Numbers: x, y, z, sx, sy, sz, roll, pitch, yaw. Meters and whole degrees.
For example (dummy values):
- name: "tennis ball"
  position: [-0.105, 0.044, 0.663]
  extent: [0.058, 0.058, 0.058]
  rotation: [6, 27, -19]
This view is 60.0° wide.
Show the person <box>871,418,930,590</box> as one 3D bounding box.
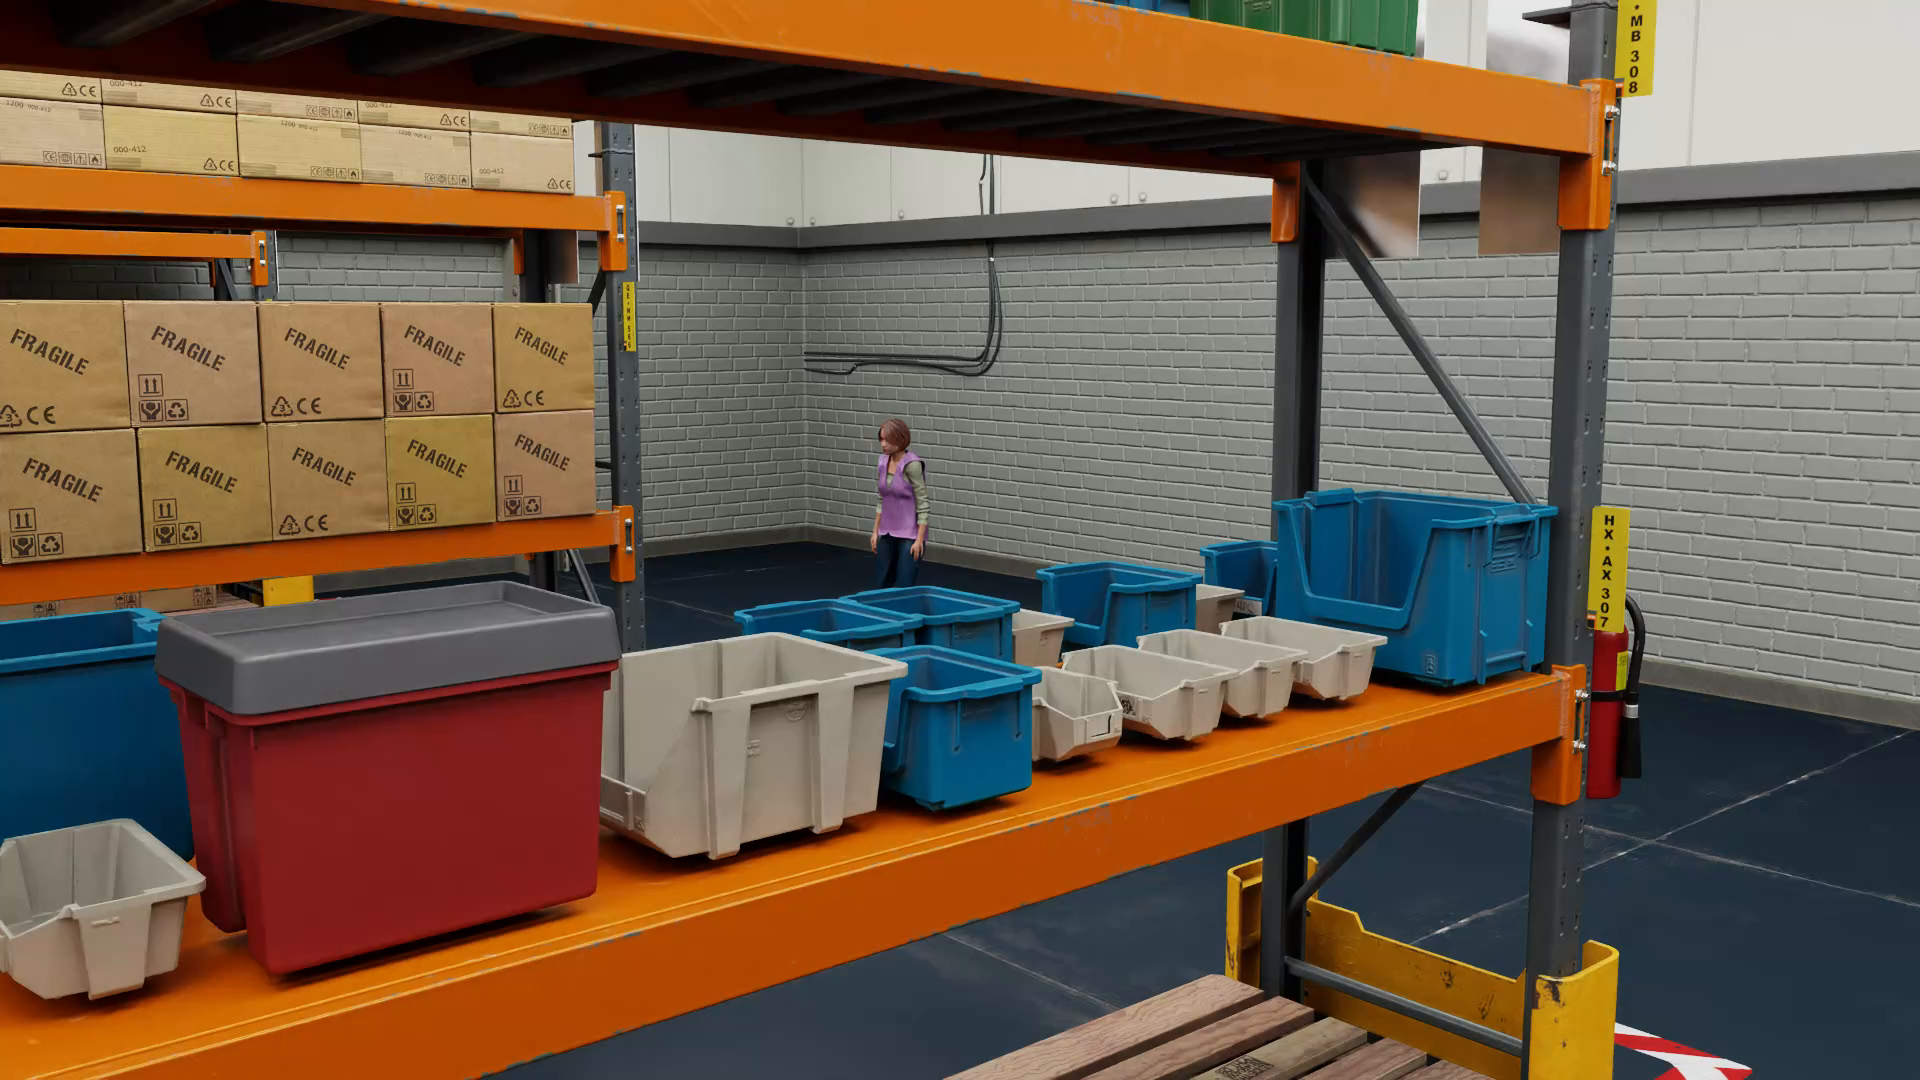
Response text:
- name: "person"
  position: [-0.395, 0.002, 10.821]
  extent: [0.347, 1.592, 0.482]
  rotation: [-8, 11, -44]
